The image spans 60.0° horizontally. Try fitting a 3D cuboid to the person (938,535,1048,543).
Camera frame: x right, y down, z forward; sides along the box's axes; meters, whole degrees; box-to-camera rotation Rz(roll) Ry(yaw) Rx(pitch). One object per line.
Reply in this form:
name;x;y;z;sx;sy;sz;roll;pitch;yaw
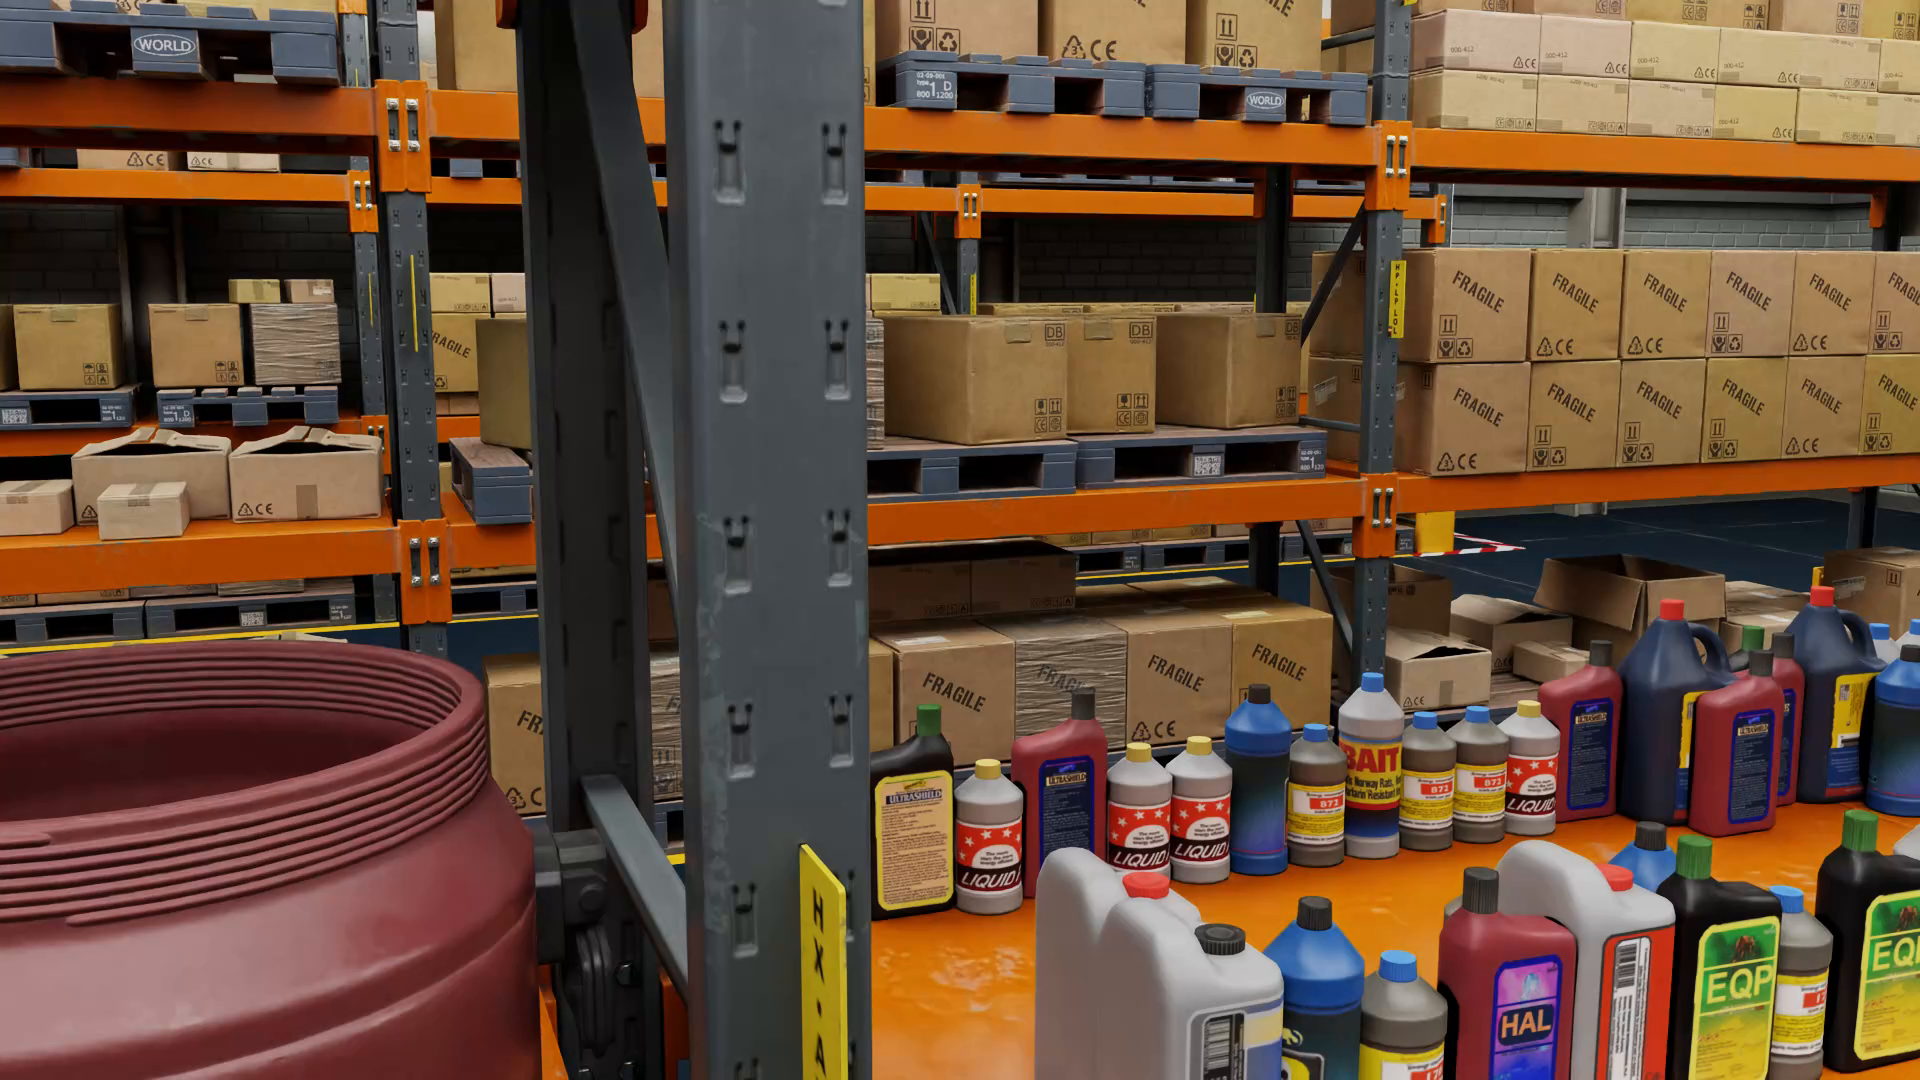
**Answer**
person;0.146;-0.114;9.132;0.685;1.702;0.703;1;9;4
